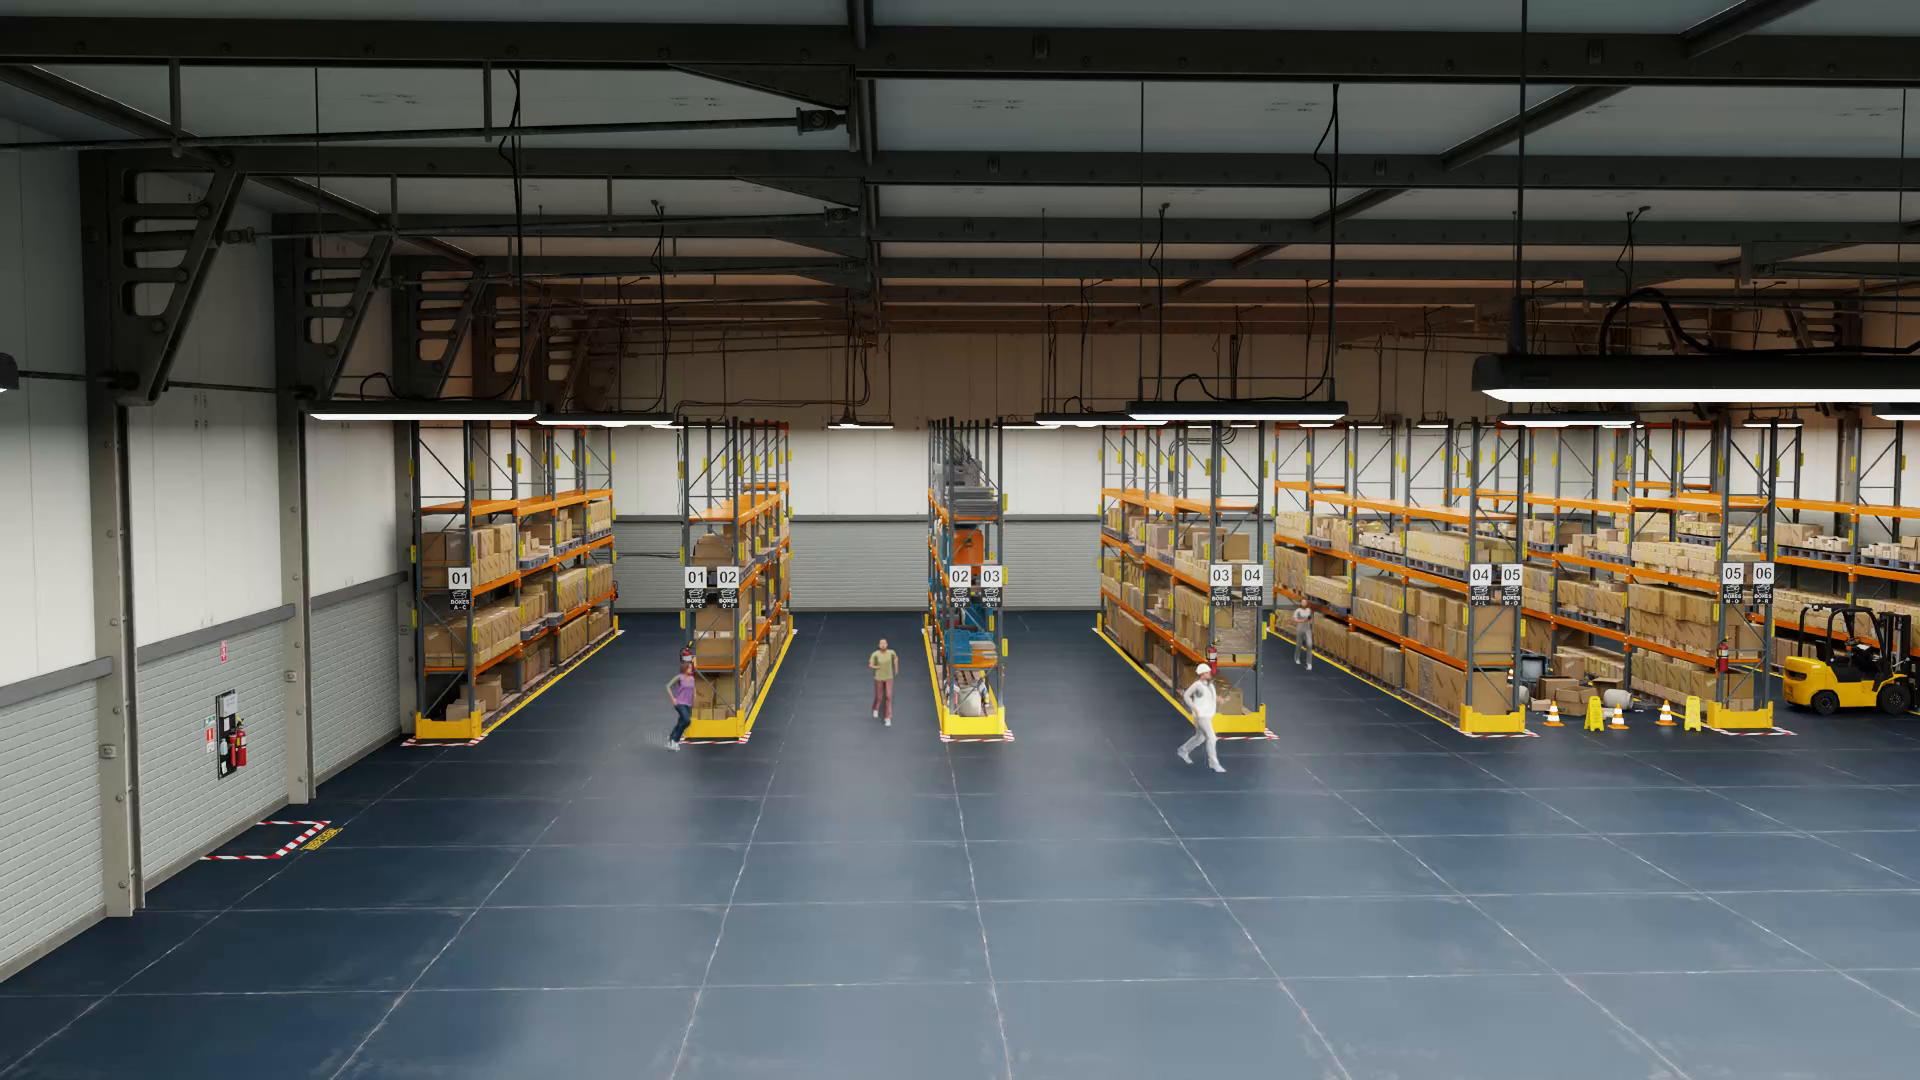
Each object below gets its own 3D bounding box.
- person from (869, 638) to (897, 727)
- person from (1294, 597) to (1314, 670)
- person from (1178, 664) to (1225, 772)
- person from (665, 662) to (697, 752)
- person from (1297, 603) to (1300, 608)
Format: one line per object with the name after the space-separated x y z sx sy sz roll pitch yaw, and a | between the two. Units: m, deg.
-1.508 2.753 32.685 0.583 1.695 0.955 -1 4 -9 | person
8.332 2.244 40.318 0.543 1.711 0.844 0 4 -4 | person
4.119 2.992 28.225 0.892 1.801 0.641 2 4 31 | person
-4.975 2.990 29.893 0.596 1.574 0.569 2 4 33 | person
10.110 1.709 48.749 0.681 1.703 0.548 0 4 -4 | person
